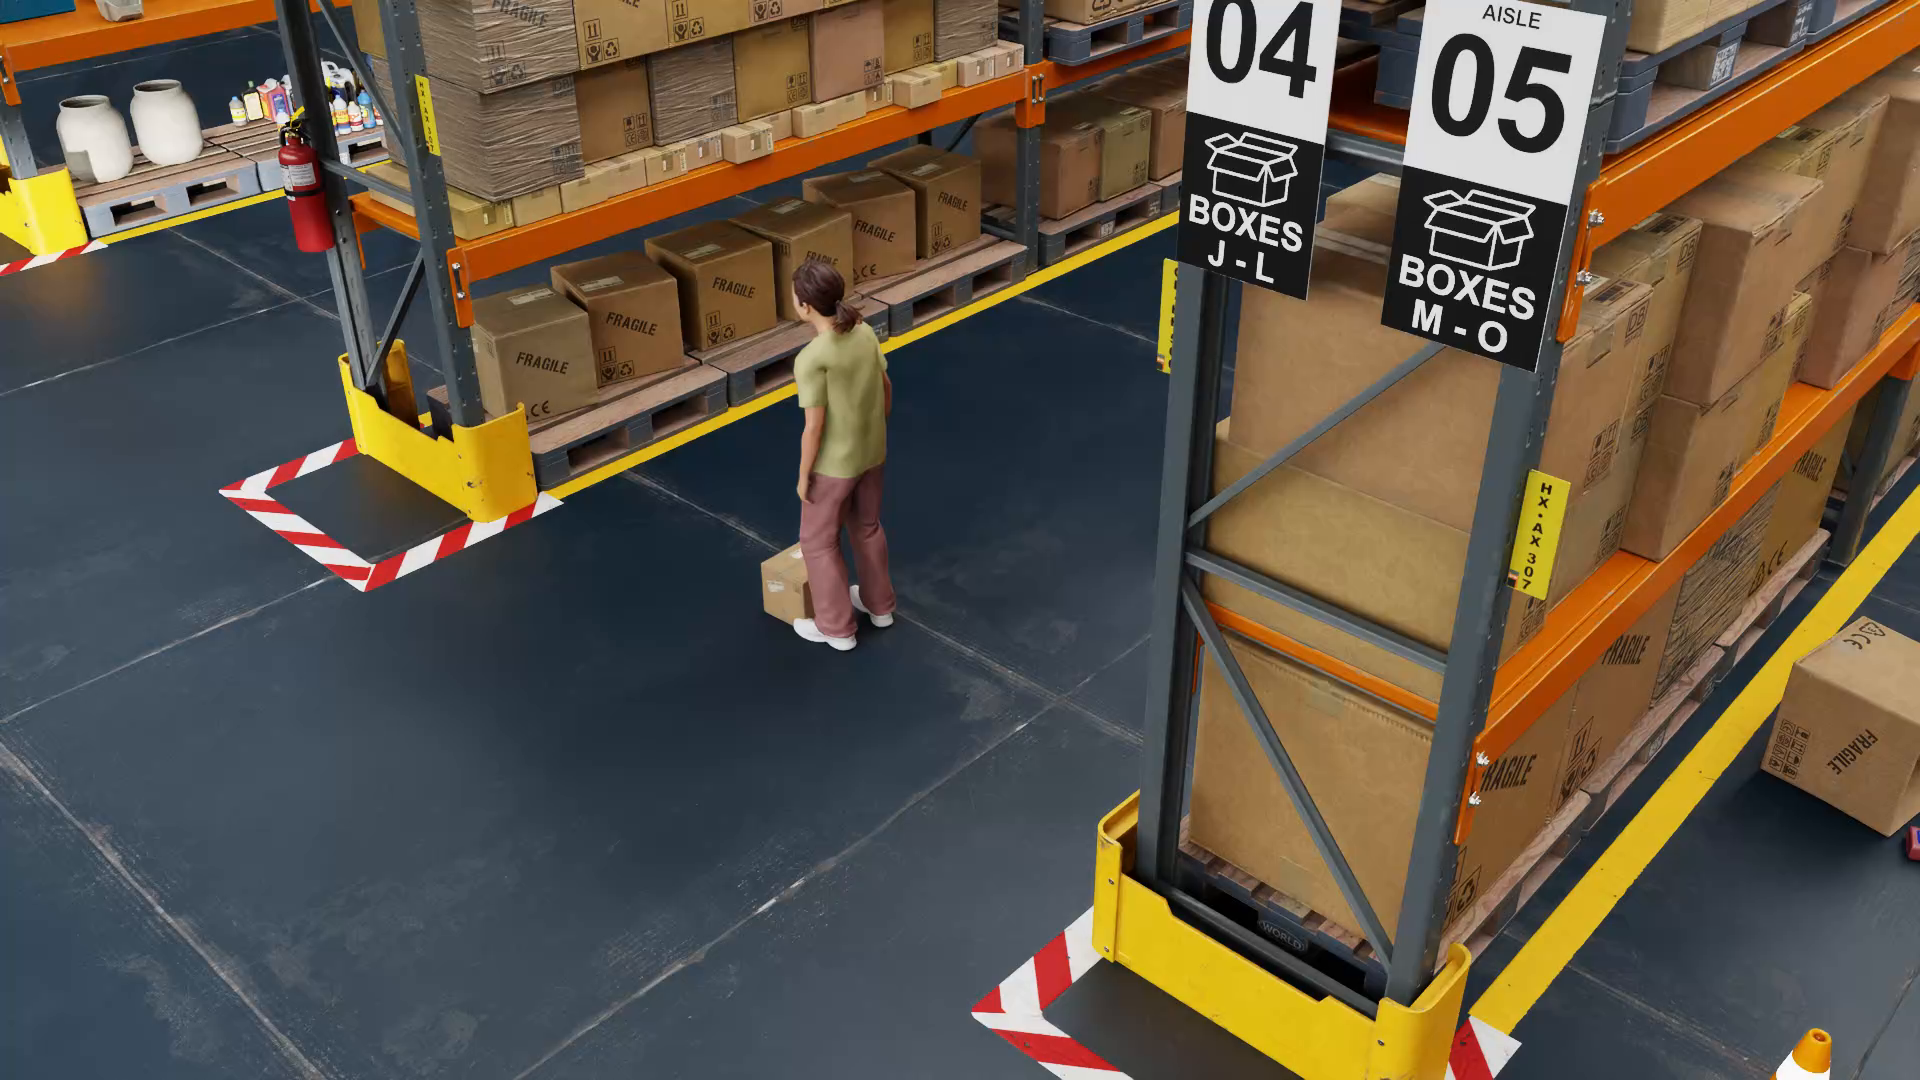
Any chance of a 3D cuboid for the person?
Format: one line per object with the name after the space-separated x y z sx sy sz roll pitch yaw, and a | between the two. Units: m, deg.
-0.487 -0.326 6.670 0.369 1.671 0.509 23 38 33 | person
